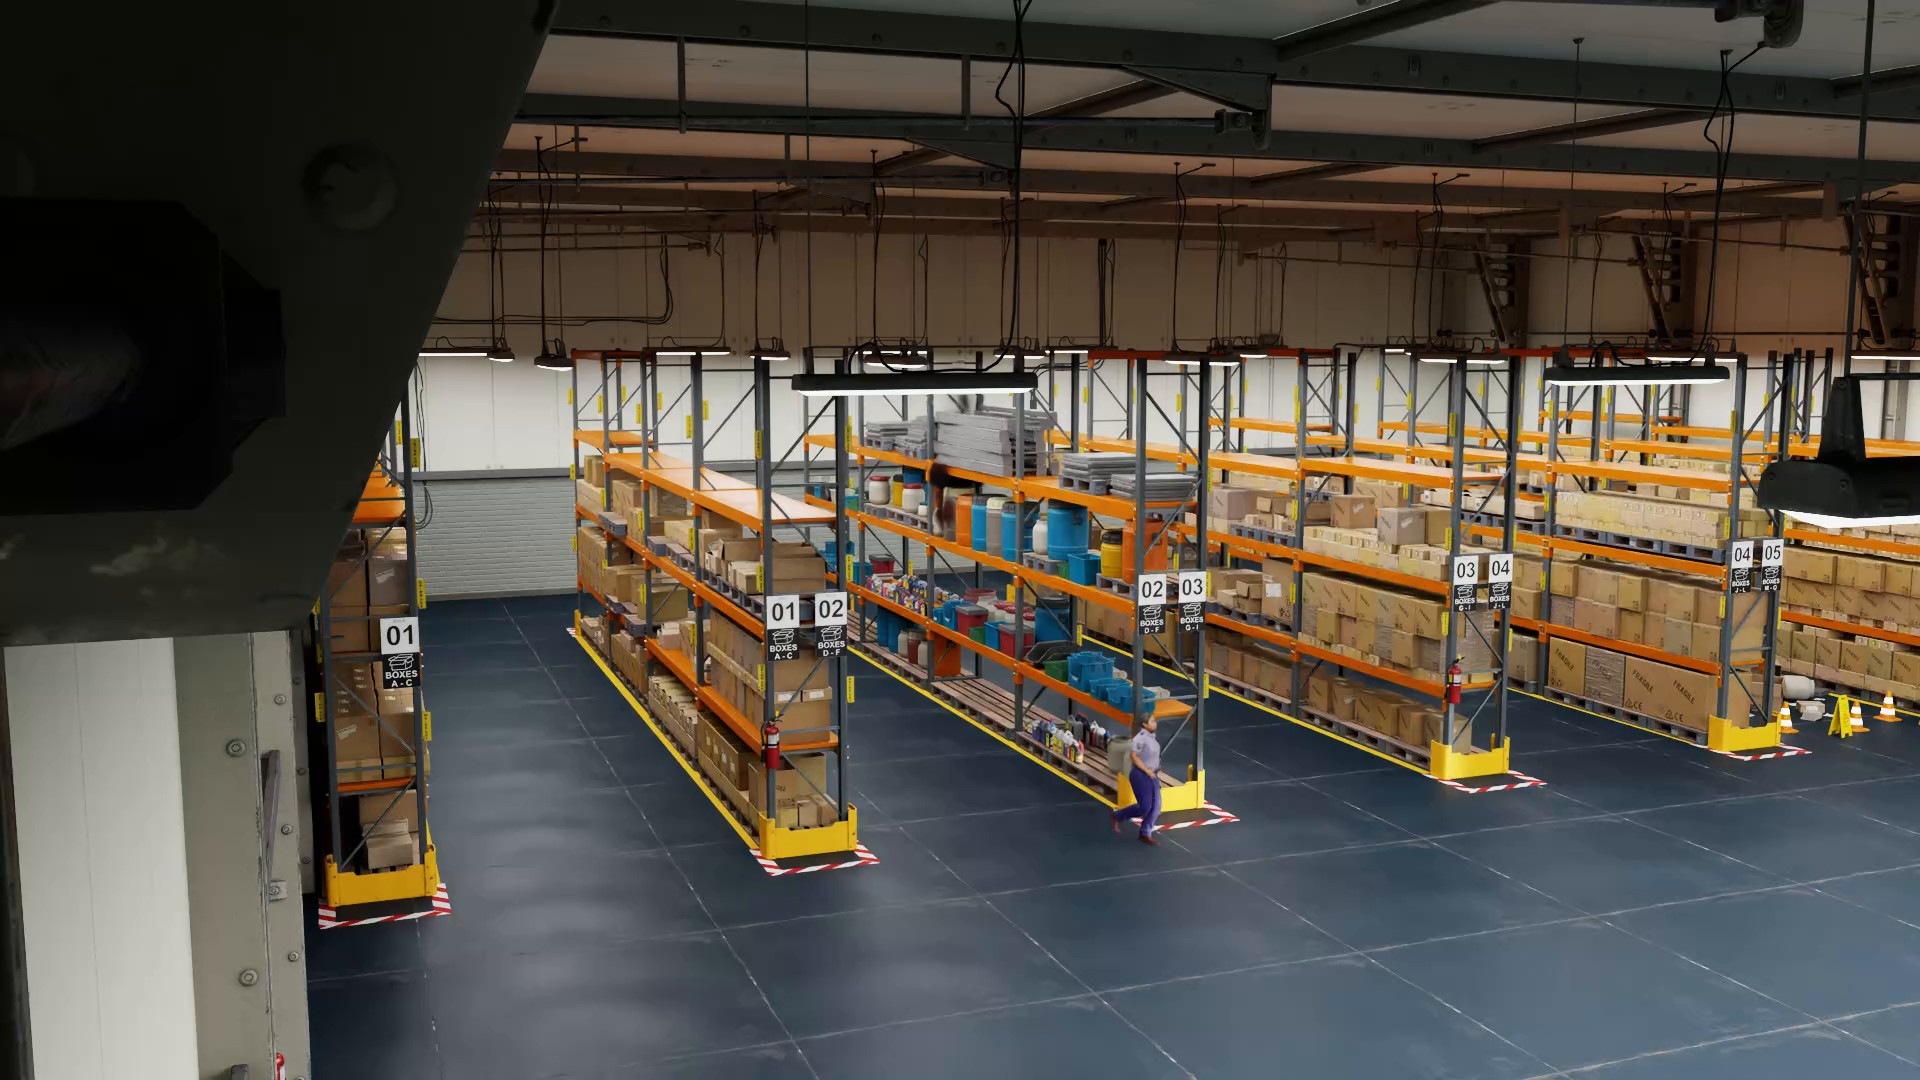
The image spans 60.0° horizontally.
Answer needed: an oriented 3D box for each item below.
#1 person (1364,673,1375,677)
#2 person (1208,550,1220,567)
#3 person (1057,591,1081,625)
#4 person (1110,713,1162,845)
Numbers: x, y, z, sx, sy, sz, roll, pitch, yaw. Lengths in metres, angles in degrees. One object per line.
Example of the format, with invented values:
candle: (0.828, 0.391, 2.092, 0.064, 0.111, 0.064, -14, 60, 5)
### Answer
person: (7.663, 1.731, 30.642, 0.588, 1.617, 0.500, -3, 8, -24)
person: (6.266, 0.271, 41.686, 0.903, 1.753, 0.696, 3, 8, 22)
person: (1.930, 1.592, 31.355, 0.693, 1.718, 0.660, -4, 8, -31)
person: (2.254, 2.966, 20.864, 0.655, 1.612, 0.651, 3, 8, 24)
